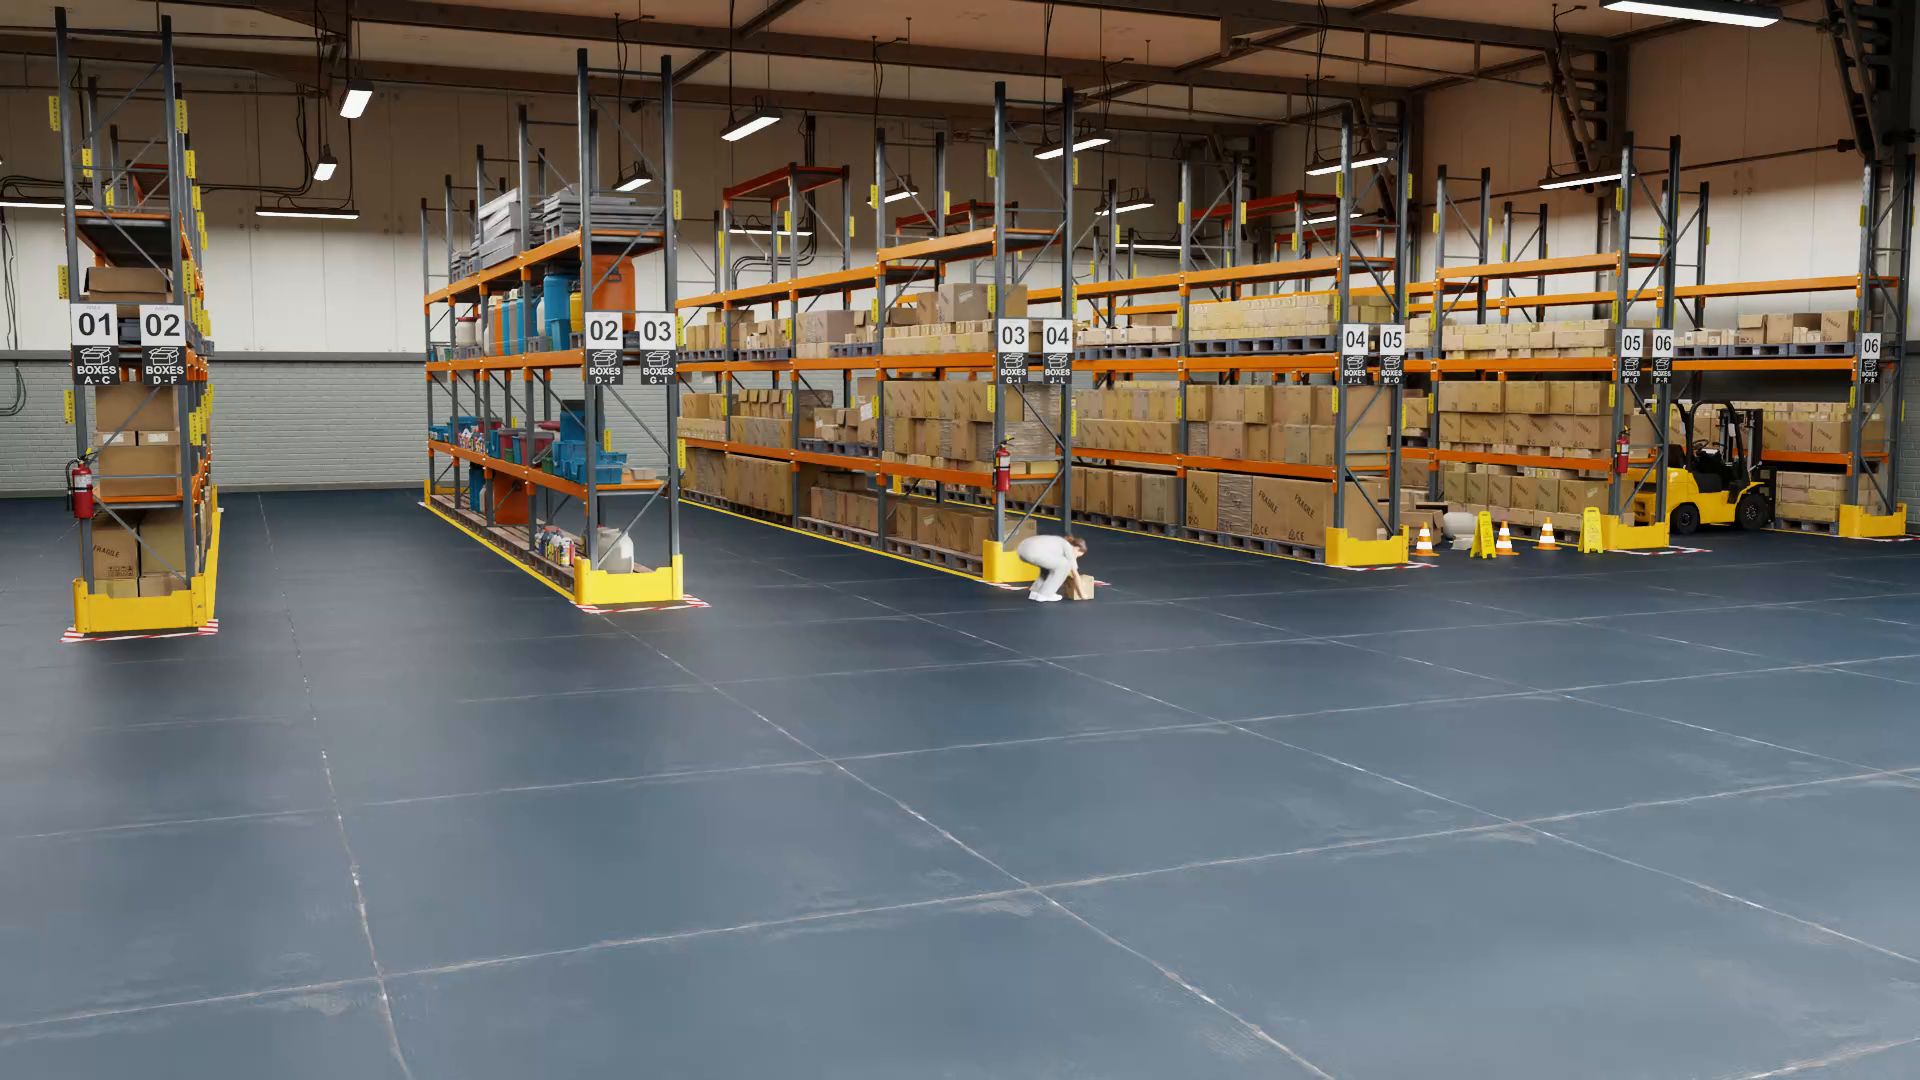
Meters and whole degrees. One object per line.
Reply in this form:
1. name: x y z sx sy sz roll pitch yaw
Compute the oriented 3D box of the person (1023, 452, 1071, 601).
1. person: 0.946 -0.153 18.630 0.536 1.669 0.409 -2 6 -24
